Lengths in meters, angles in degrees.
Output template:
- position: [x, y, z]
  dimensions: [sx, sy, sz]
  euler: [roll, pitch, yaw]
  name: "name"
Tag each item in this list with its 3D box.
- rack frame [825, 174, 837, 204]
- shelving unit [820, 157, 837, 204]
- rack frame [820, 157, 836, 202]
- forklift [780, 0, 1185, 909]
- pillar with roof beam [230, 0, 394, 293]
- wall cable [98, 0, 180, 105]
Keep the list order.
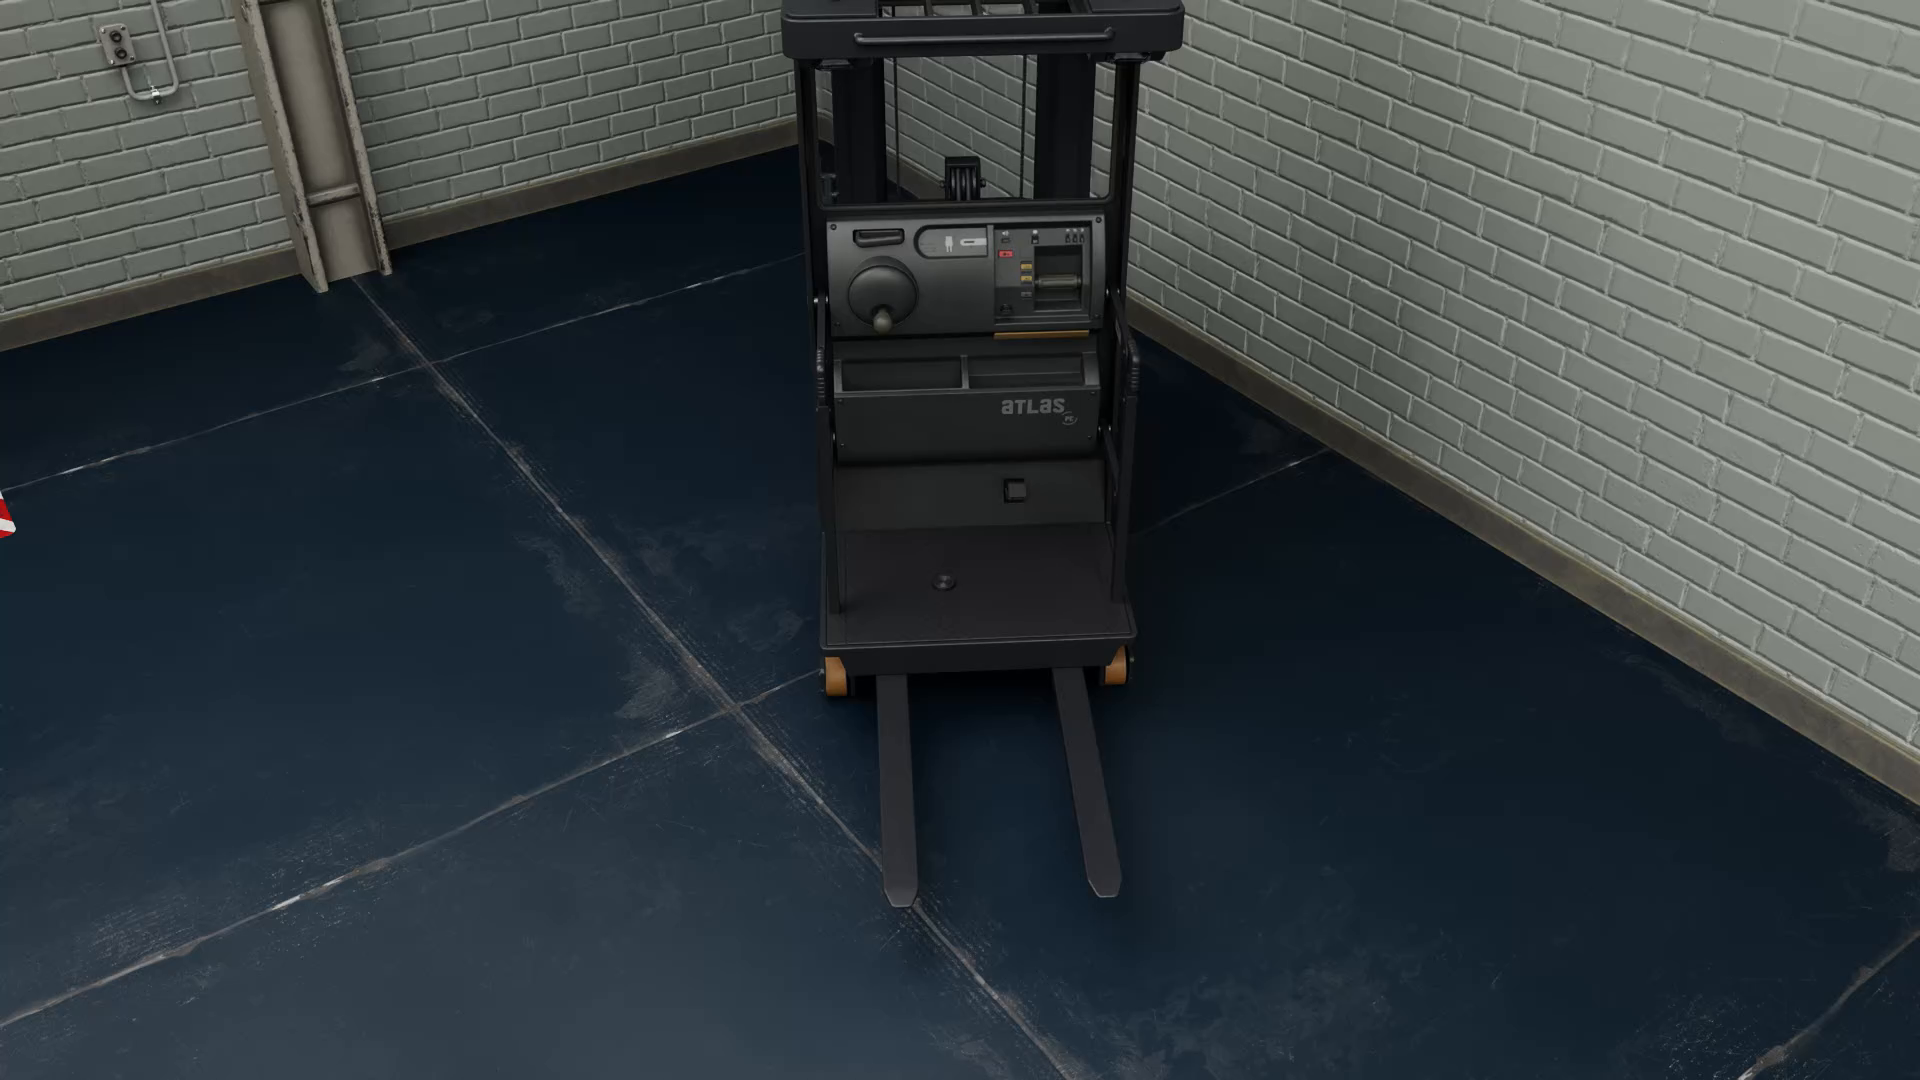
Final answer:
- position: [-0.431, -1.014, 7.132]
  dimensions: [0.240, 1.200, 0.006]
  euler: [-8, 37, -11]
  name: "rack frame"
- position: [-0.454, -1.066, 7.204]
  dimensions: [0.258, 1.200, 0.189]
  euler: [-8, 37, -11]
  name: "shelving unit"
- position: [-0.476, -1.117, 7.276]
  dimensions: [0.240, 1.200, 0.006]
  euler: [-8, 37, -11]
  name: "rack frame"
- position: [0.039, -0.827, 5.390]
  dimensions: [1.130, 2.935, 3.031]
  euler: [-2, 36, -3]
  name: "forklift"
- position: [-0.730, -3.002, 3.217]
  dimensions: [0.400, 9.000, 9.100]
  euler: [-22, 41, -28]
  name: "pillar with roof beam"
- position: [-4.416, -2.595, 6.919]
  dimensions: [1.851, 1.984, 0.084]
  euler: [-22, 41, -28]
  name: "wall cable"
